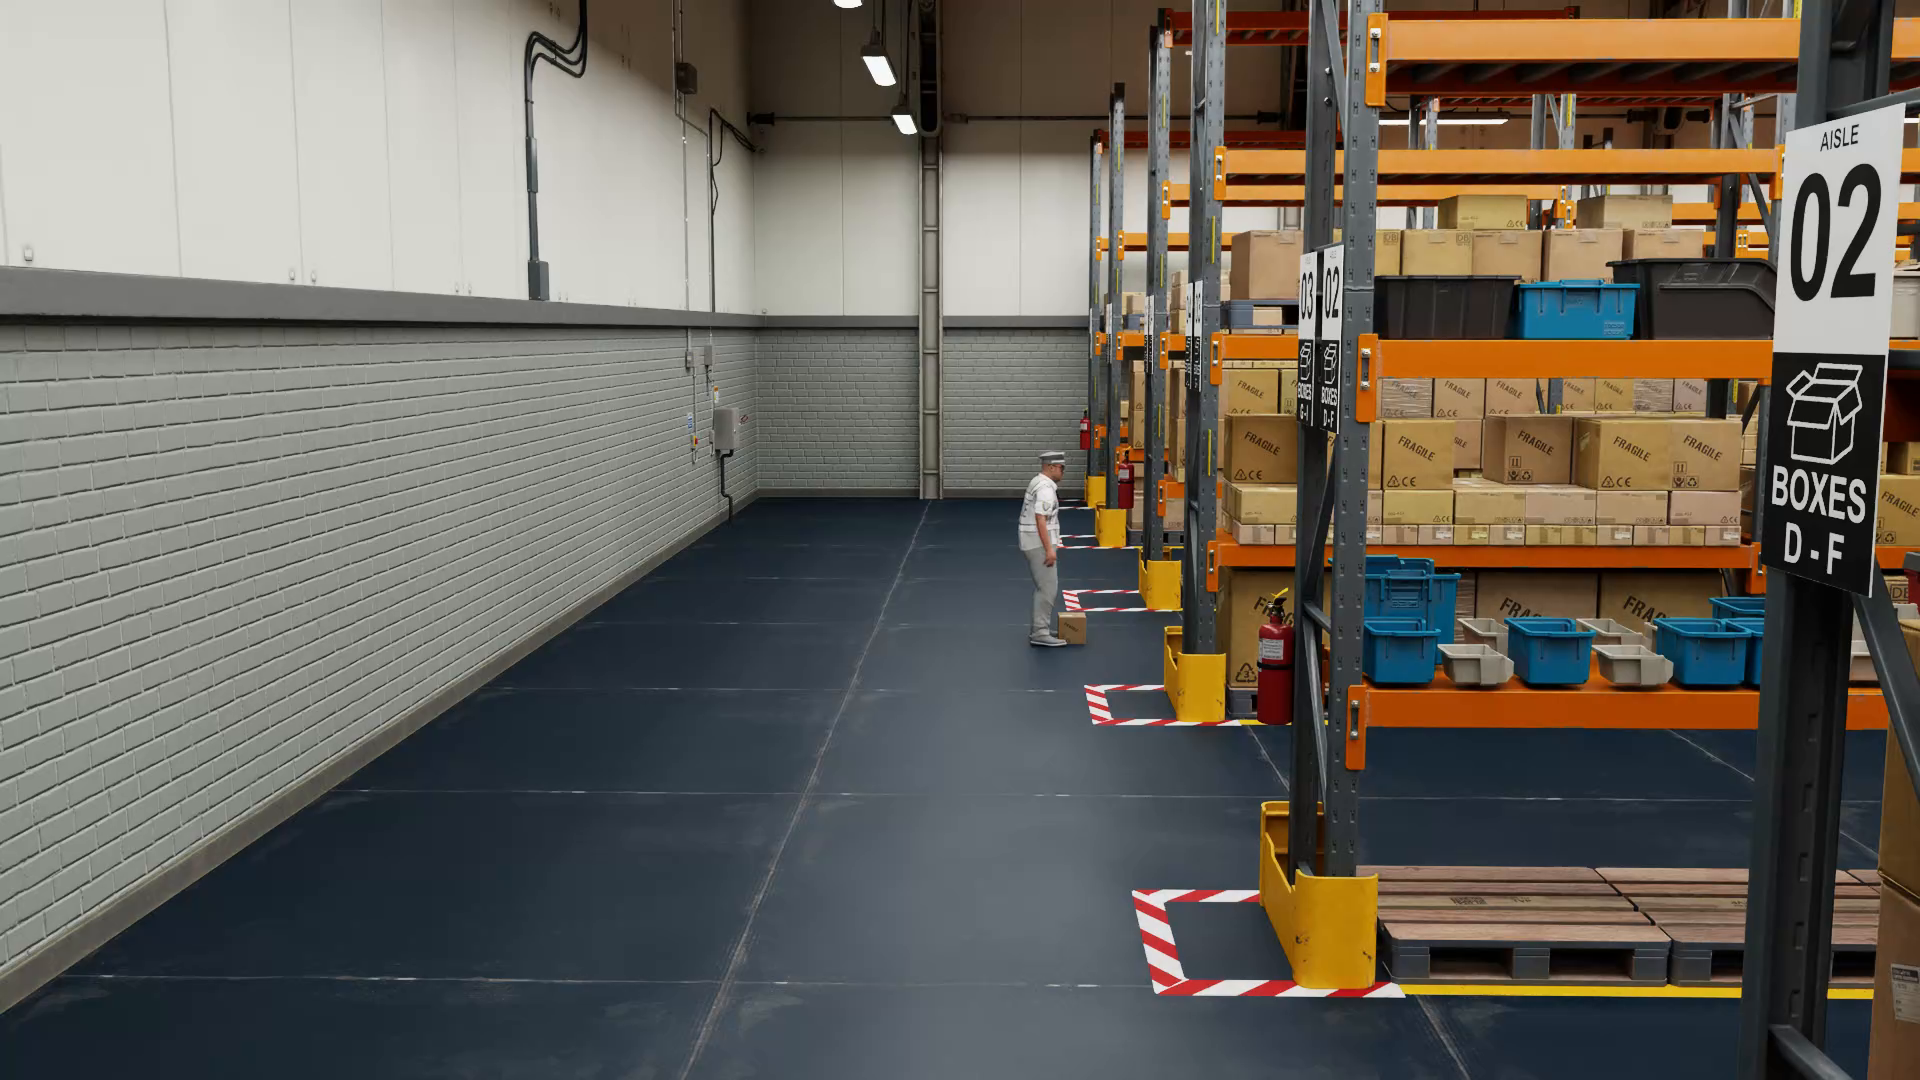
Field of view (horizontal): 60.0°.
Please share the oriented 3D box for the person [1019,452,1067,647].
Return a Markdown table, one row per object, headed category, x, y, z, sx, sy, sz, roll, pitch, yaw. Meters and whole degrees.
| category | x | y | z | sx | sy | sz | roll | pitch | yaw |
| --- | --- | --- | --- | --- | --- | --- | --- | --- | --- |
| person | 0.757 | 0.067 | 15.206 | 0.435 | 1.748 | 0.592 | 0 | 7 | 0 |
